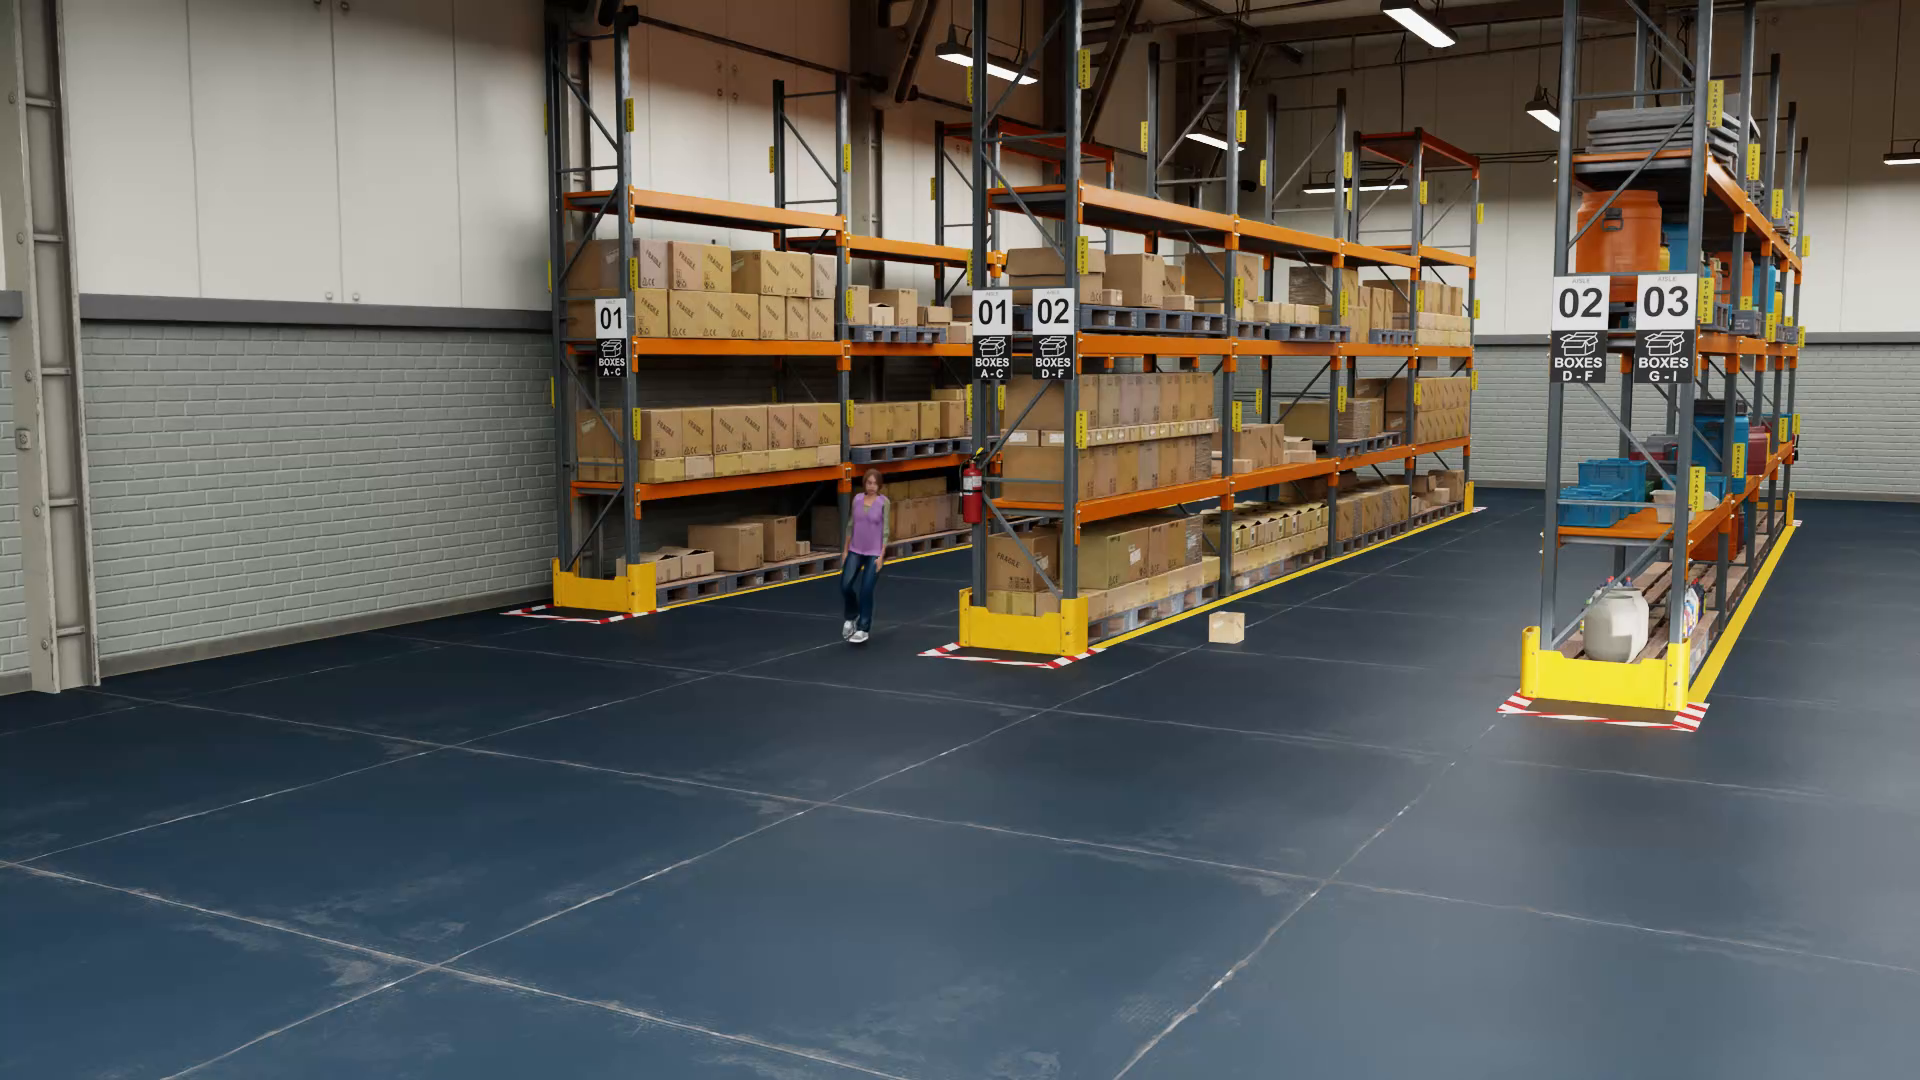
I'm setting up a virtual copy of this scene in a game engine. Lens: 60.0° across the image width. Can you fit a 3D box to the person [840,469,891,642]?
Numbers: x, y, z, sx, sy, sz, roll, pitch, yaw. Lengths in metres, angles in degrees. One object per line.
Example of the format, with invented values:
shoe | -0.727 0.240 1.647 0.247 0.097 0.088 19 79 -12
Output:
person | -0.873 0.143 15.069 0.479 1.581 0.411 2 6 16
